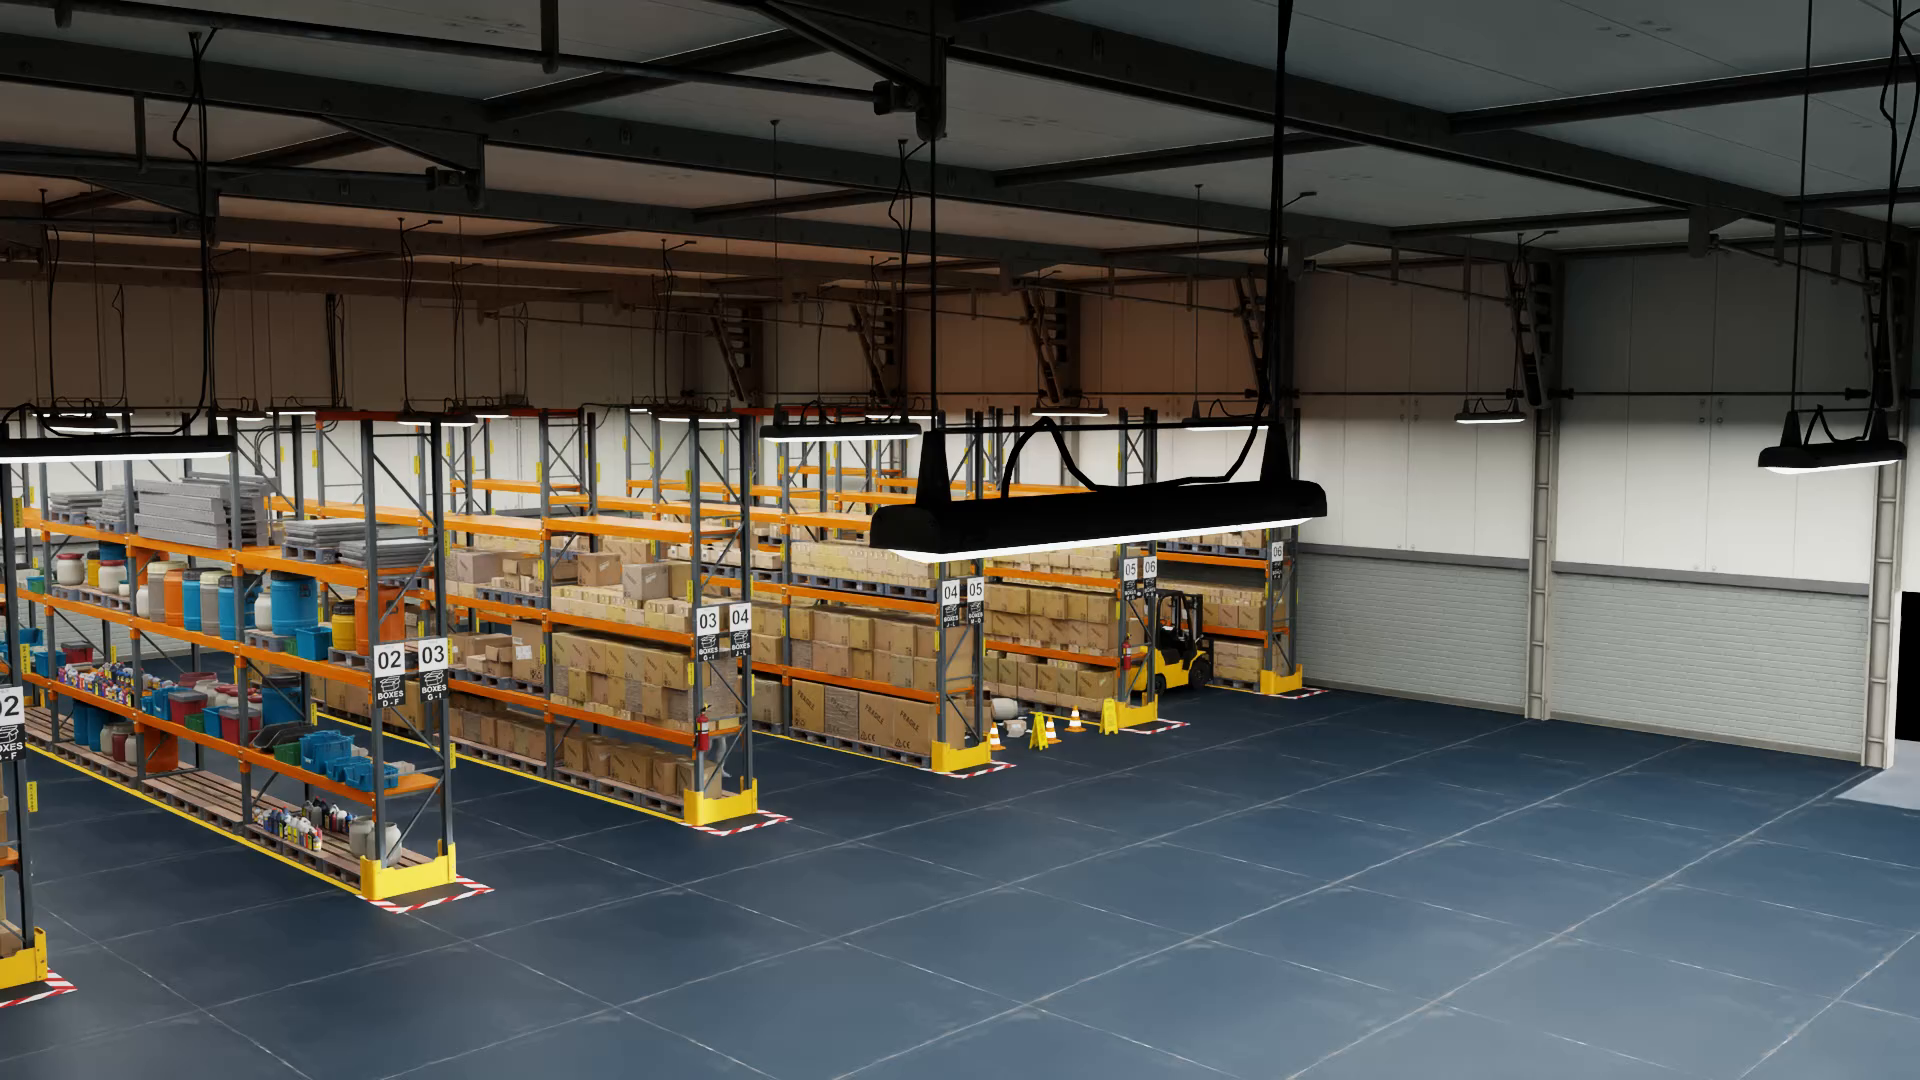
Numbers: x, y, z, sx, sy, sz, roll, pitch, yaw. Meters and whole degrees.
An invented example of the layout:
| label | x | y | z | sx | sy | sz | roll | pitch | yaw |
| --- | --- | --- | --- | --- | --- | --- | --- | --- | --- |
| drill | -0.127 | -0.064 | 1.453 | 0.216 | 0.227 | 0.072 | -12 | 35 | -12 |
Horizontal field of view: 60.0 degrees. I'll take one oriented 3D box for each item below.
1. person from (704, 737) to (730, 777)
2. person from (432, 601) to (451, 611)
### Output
| label | x | y | z | sx | sy | sz | roll | pitch | yaw |
| --- | --- | --- | --- | --- | --- | --- | --- | --- | --- |
| person | -4.092 | 3.079 | 27.617 | 0.718 | 1.685 | 0.566 | 3 | 6 | 30 |
| person | -12.649 | 1.894 | 40.650 | 0.441 | 1.649 | 0.742 | 1 | 5 | 6 |
